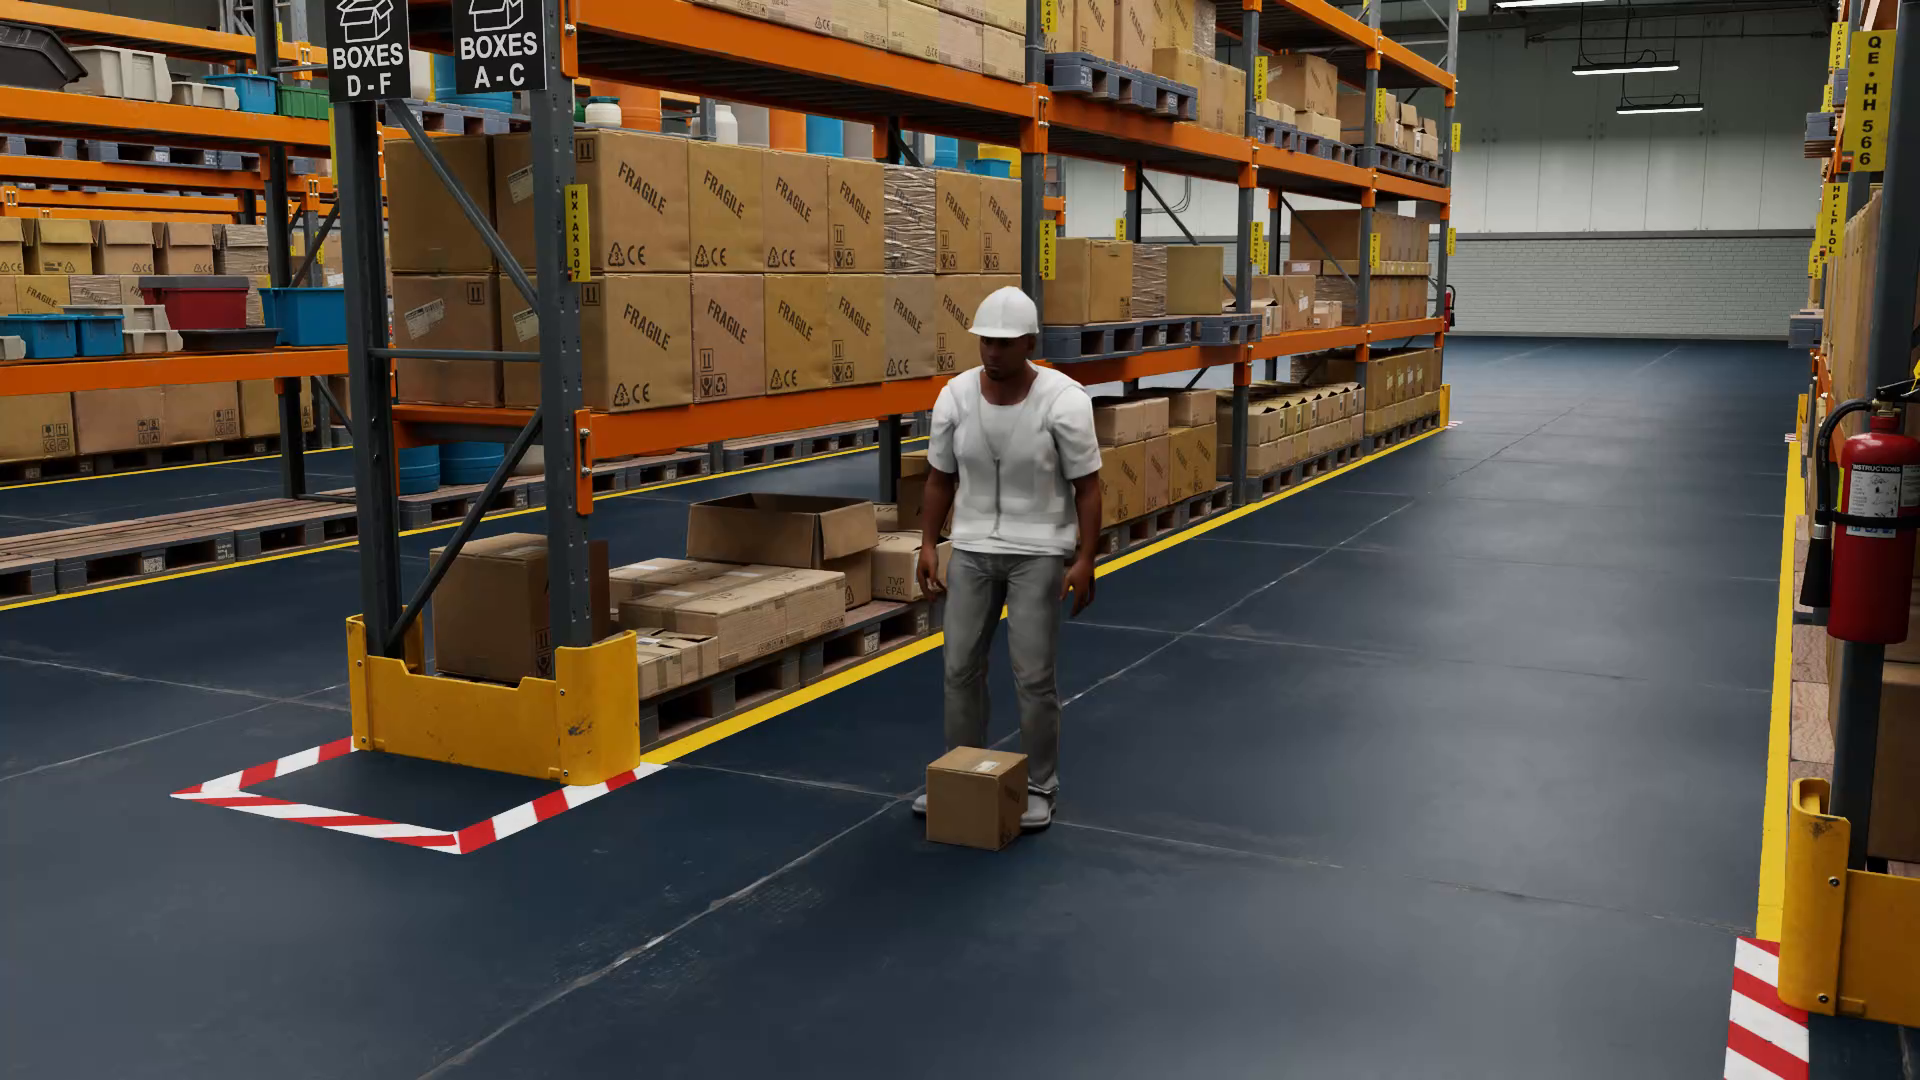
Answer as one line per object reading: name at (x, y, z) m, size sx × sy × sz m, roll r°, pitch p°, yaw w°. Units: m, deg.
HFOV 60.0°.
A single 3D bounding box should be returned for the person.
person at (0.149, 0.056, 5.460) m, size 0.626 × 1.759 × 0.463 m, roll 4°, pitch 10°, yaw 23°
